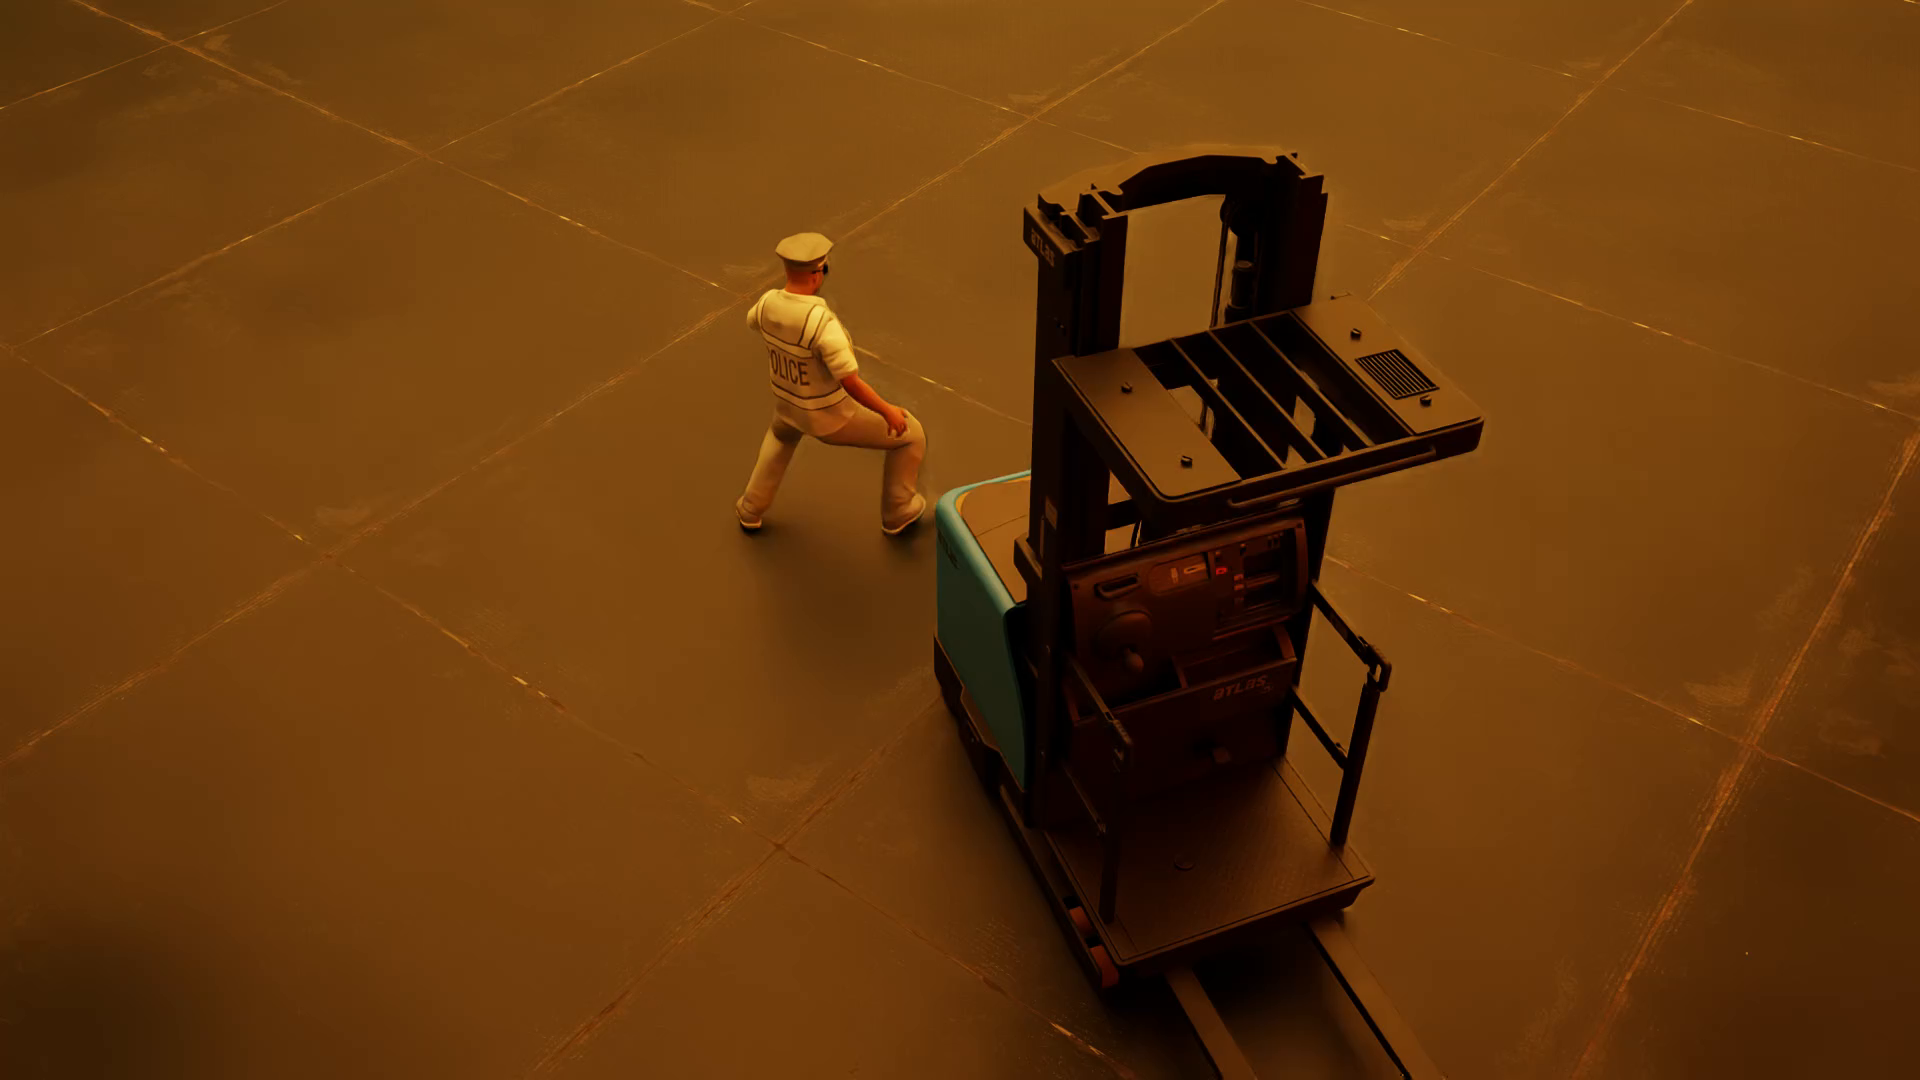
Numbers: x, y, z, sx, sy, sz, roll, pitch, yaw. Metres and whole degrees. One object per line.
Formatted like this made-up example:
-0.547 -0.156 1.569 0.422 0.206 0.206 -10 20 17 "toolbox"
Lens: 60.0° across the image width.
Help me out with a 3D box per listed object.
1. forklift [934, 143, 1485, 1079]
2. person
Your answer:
0.899 0.276 5.750 1.130 2.935 3.031 -14 43 -16 "forklift"
-0.697 -0.724 7.980 0.972 1.626 0.727 30 49 31 "person"
